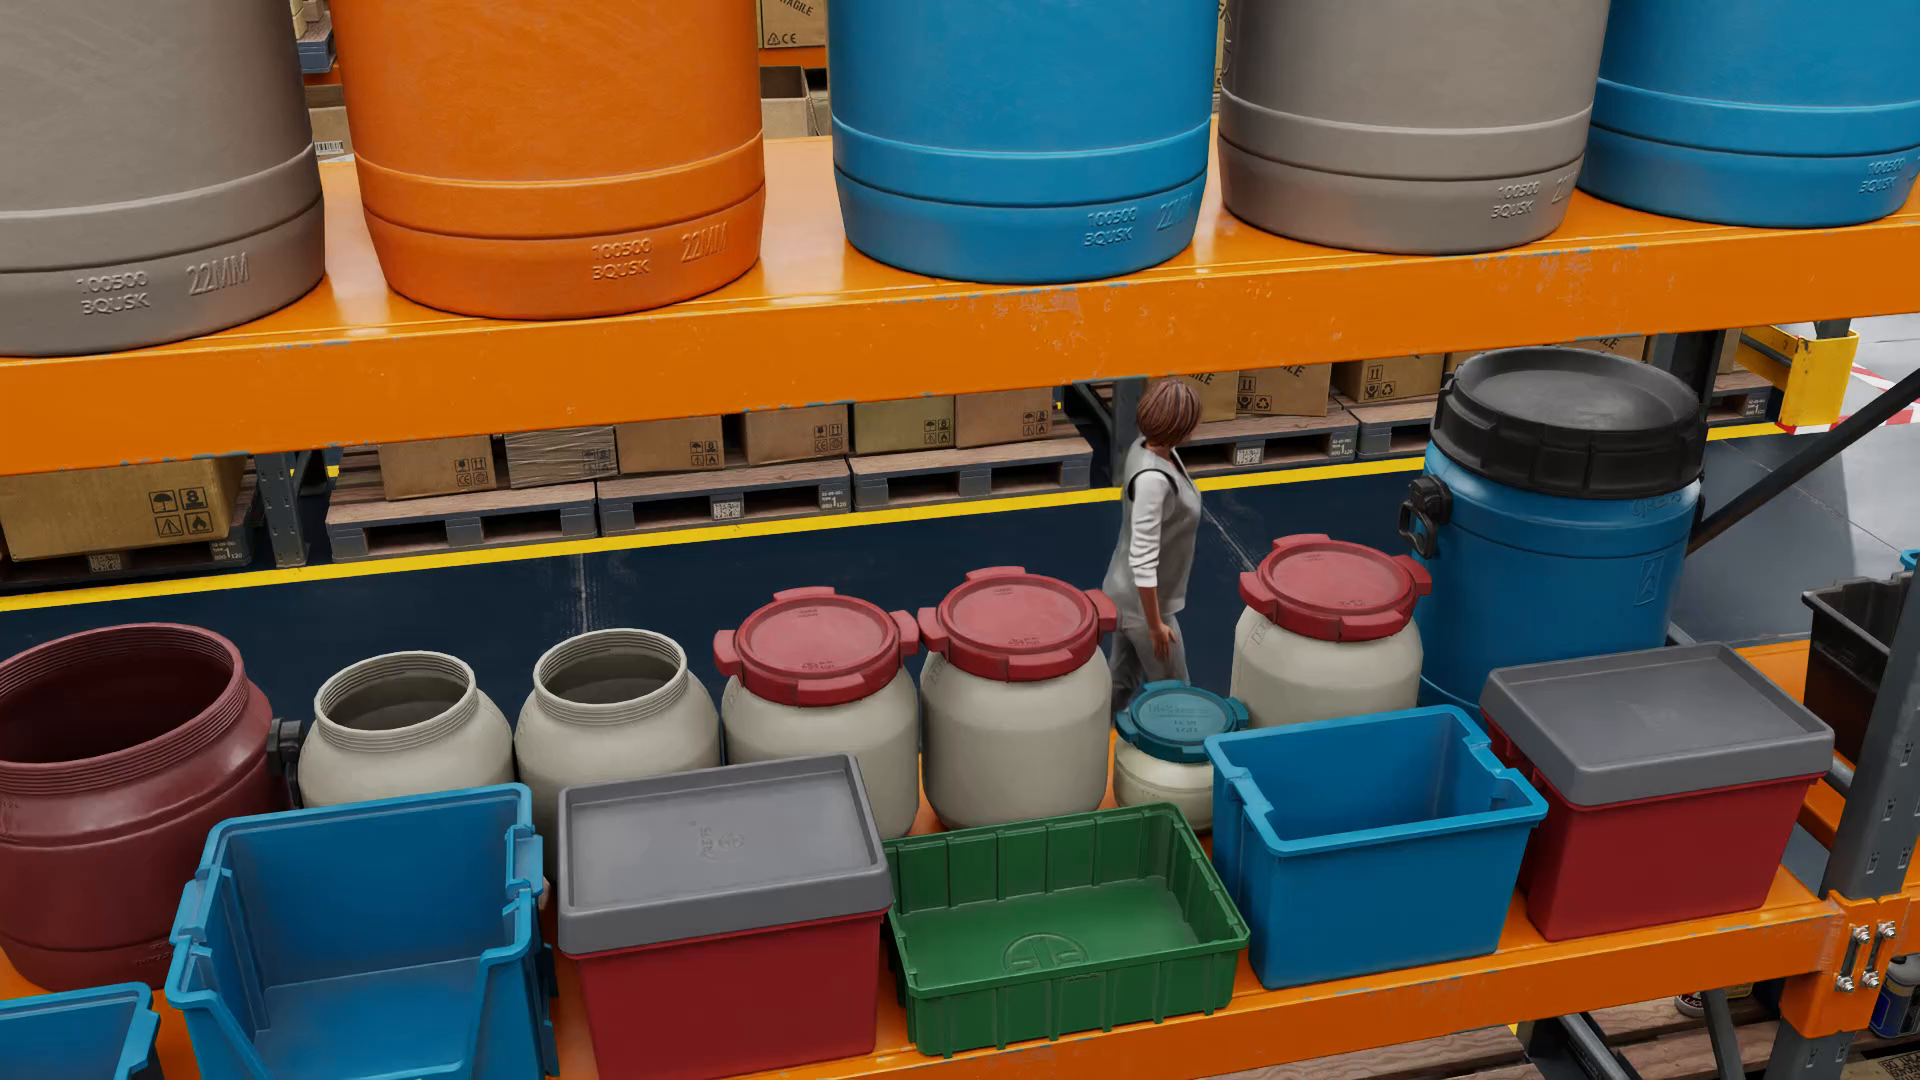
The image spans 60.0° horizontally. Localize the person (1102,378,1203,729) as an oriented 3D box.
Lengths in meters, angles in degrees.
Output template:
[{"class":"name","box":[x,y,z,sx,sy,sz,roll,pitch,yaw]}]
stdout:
[{"class":"person","box":[0.604,0.220,5.667,0.409,1.586,0.545,3,27,5]}]
